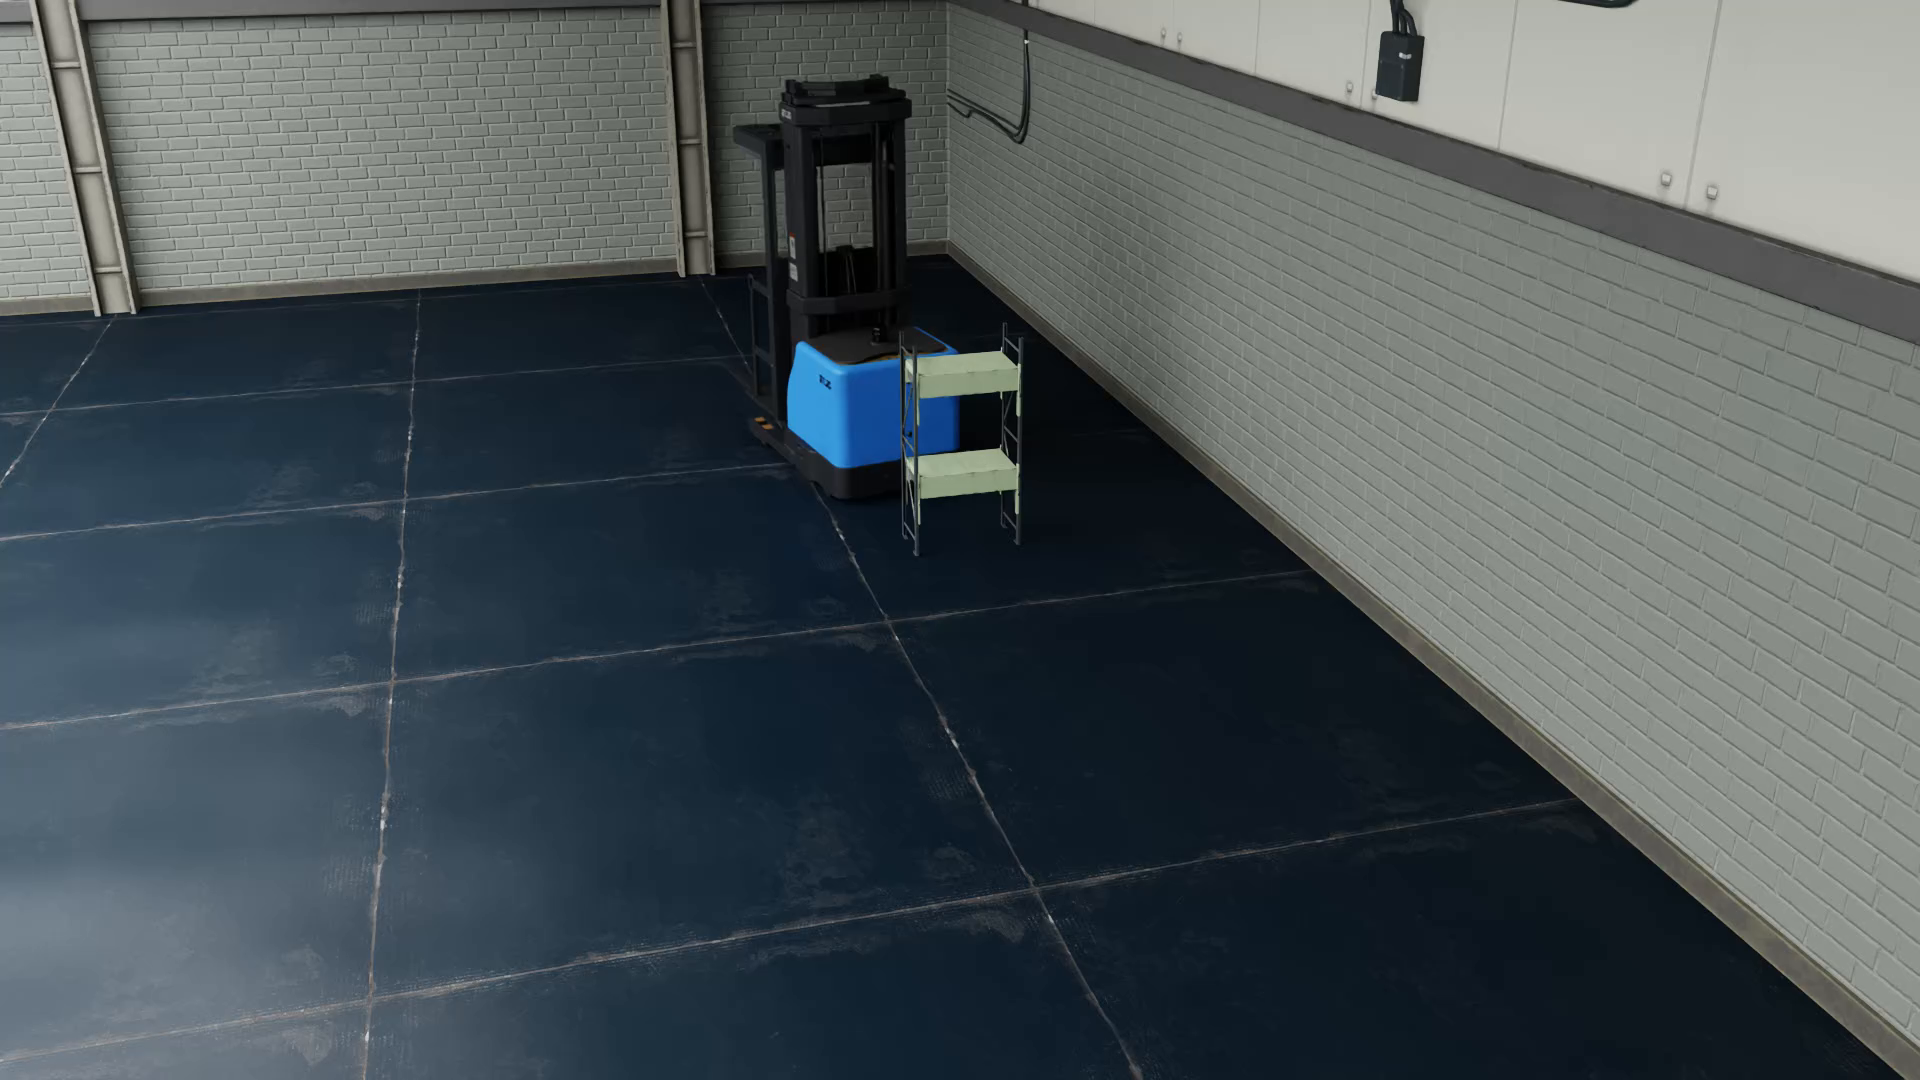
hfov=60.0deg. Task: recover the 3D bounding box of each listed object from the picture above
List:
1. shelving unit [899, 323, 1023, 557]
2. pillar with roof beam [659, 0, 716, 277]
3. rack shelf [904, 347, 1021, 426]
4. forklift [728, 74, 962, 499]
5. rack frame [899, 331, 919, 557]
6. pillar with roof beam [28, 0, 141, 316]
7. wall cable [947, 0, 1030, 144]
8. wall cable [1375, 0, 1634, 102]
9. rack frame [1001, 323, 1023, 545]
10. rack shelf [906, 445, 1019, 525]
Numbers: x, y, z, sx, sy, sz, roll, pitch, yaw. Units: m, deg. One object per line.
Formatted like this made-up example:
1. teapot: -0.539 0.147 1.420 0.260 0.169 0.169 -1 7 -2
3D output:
1. shelving unit: 0.006 -0.690 11.456 0.755 1.500 0.431 -6 24 -14
2. pillar with roof beam: -1.814 -5.522 13.207 0.400 9.000 9.100 -6 24 -14
3. rack shelf: 0.006 -1.049 11.302 0.720 0.370 0.431 -6 24 -14
4. forklift: -1.089 -2.193 13.143 1.130 2.935 3.031 -11 26 -24
5. rack frame: -0.346 -0.651 11.365 0.023 1.500 0.400 -6 24 -14
6. pillar with roof beam: -7.591 -4.883 11.717 0.400 9.000 9.100 -6 24 -14
7. wall cable: 0.217 -5.541 17.189 0.112 2.526 3.097 -6 24 -14
8. wall cable: 2.766 -4.925 7.503 0.169 6.003 2.305 -6 24 -14
9. rack frame: 0.359 -0.729 11.547 0.023 1.500 0.400 -6 24 -14
10. rack shelf: 0.006 -0.390 11.584 0.720 0.370 0.431 -6 24 -14
